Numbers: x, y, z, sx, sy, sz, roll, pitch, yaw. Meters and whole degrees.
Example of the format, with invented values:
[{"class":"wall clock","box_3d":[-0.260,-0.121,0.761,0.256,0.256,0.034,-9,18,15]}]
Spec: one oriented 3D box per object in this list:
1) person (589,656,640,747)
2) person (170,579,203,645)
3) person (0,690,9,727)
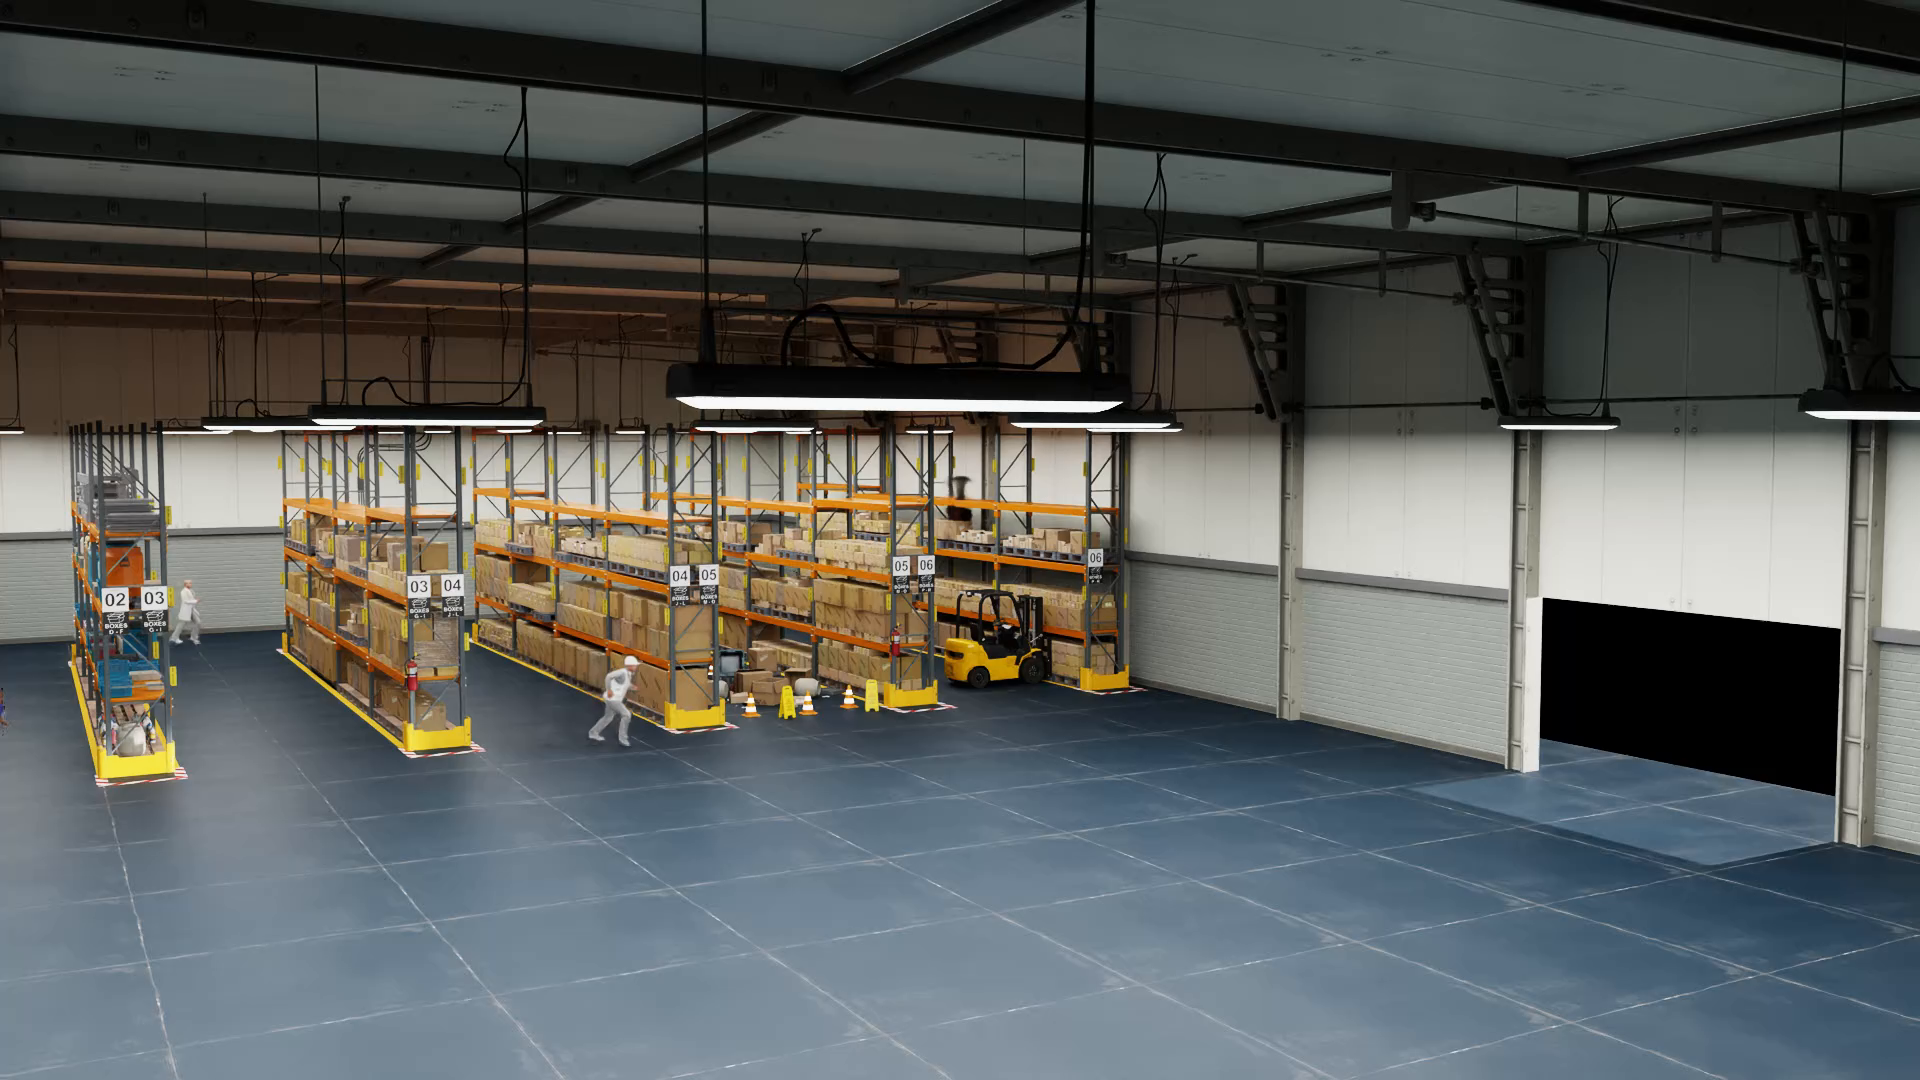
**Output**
[{"class":"person","box_3d":[-6.423,3.008,30.827,1.010,1.727,0.704,1,4,8]},{"class":"person","box_3d":[-21.290,2.007,45.803,0.932,1.846,0.672,0,4,0]},{"class":"person","box_3d":[-16.482,3.254,28.113,0.764,1.479,0.602,1,4,13]}]
